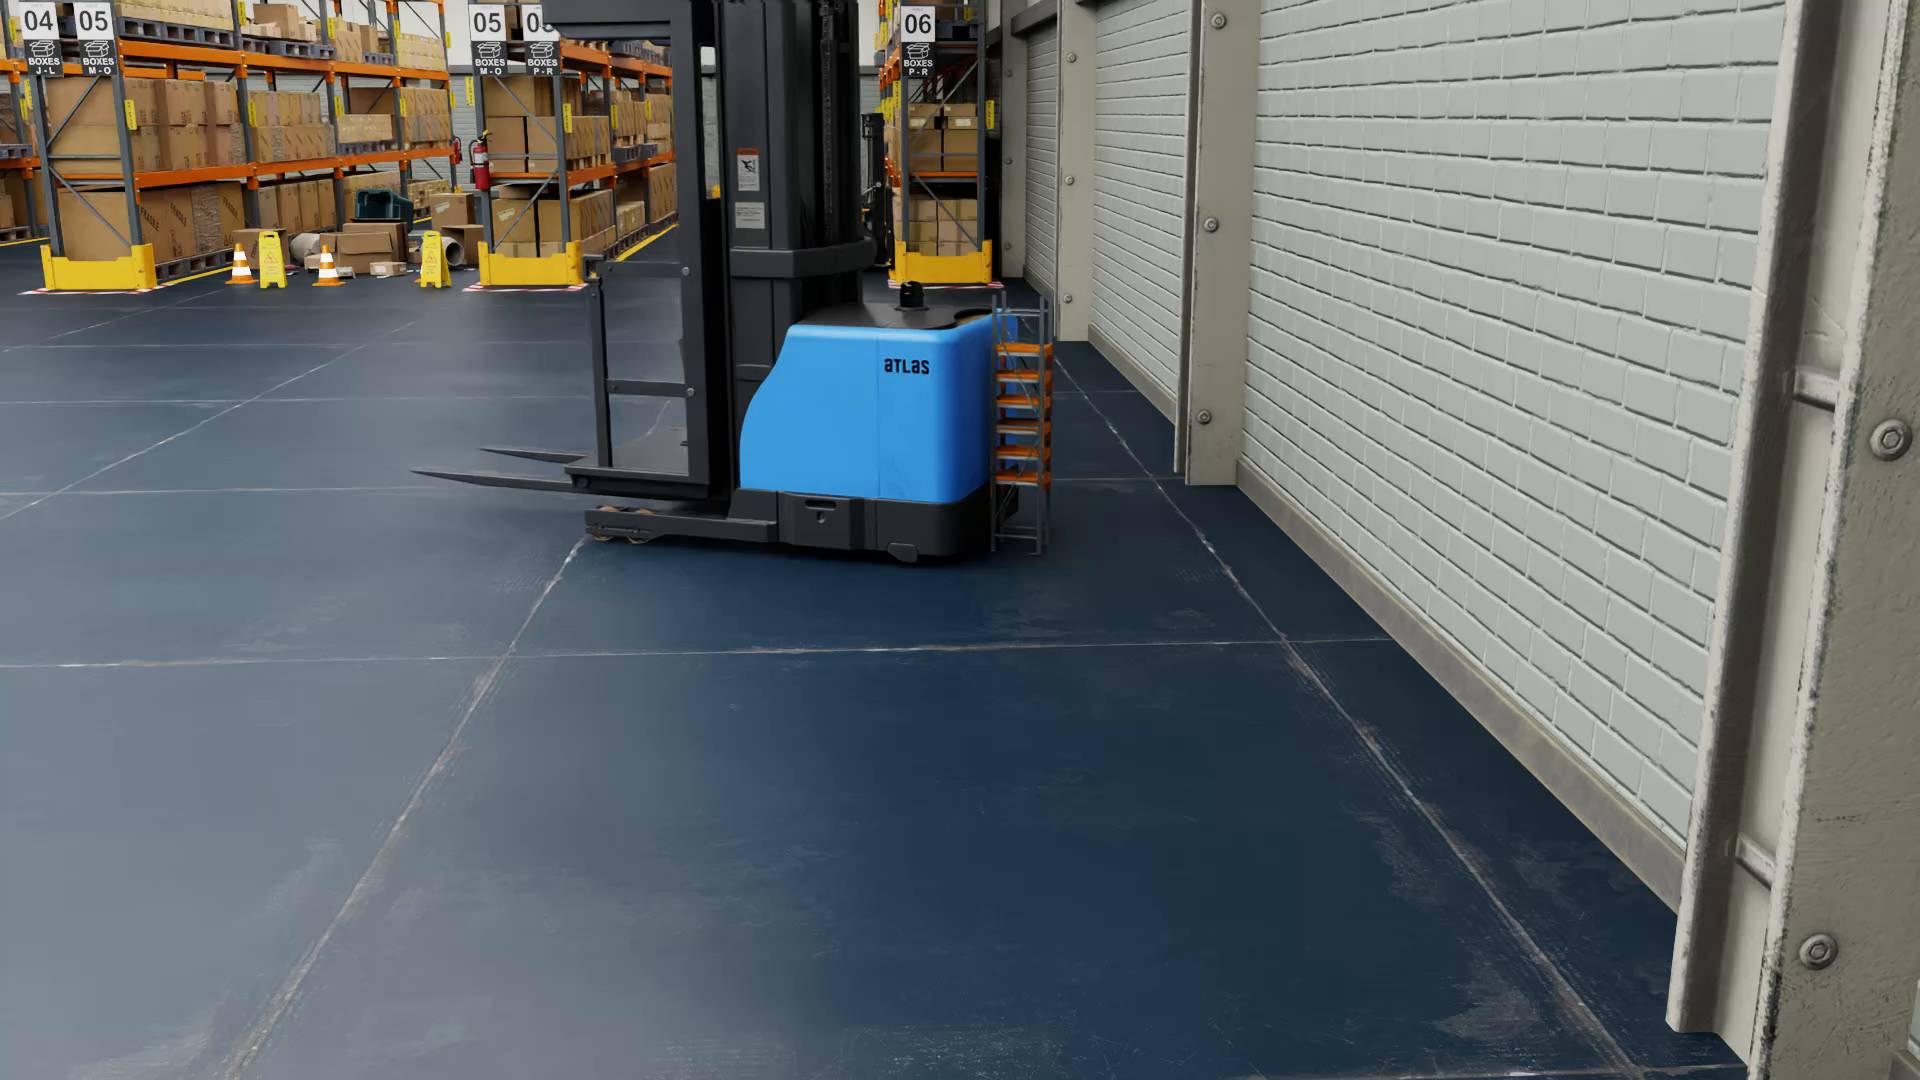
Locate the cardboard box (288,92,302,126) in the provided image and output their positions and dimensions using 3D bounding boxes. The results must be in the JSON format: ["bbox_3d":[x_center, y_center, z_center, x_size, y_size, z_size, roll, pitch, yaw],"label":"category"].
[{"bbox_3d":[-10.501,-6.583,25.383,0.700,0.500,0.500,-1,14,-4],"label":"cardboard box"}]

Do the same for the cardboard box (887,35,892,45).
[{"bbox_3d":[-0.979,-8.094,26.870,0.380,0.166,0.250,-1,14,-4],"label":"cardboard box"}]

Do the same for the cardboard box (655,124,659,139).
[{"bbox_3d":[-5.486,-7.069,28.777,0.500,0.250,0.500,-1,14,-4],"label":"cardboard box"}]

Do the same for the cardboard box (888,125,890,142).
[{"bbox_3d":[-0.870,-6.394,26.157,0.500,0.250,0.500,-1,14,-5],"label":"cardboard box"}]

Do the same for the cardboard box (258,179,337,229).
[{"bbox_3d":[-10.638,-5.376,26.573,1.050,0.750,0.750,-1,14,-4],"label":"cardboard box"}]

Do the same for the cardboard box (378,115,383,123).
[{"bbox_3d":[-10.582,-7.552,29.824,0.380,0.149,0.250,-1,14,-5],"label":"cardboard box"}]

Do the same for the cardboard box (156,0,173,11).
[{"bbox_3d":[-9.928,-6.577,20.210,0.500,0.250,0.500,-1,14,-4],"label":"cardboard box"}]

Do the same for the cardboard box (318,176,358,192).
[{"bbox_3d":[-10.387,-5.946,27.786,0.500,0.250,0.500,-2,15,-6],"label":"cardboard box"}]

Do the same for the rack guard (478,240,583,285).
[{"bbox_3d":[-5.161,-3.335,19.986,1.175,0.500,0.348,-1,14,-3],"label":"rack guard"}]

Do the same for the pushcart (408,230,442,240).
[{"bbox_3d":[-7.676,-4.204,23.609,1.648,0.377,0.936,-6,16,-23],"label":"pushcart"}]

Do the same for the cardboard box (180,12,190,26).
[{"bbox_3d":[-9.901,-6.538,20.857,0.380,0.149,0.250,-1,14,-4],"label":"cardboard box"}]

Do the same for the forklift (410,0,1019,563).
[{"bbox_3d":[-1.282,-1.516,8.038,3.031,2.935,1.130,5,15,18],"label":"forklift"}]

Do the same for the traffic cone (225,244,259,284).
[{"bbox_3d":[-8.706,-3.351,20.121,0.336,0.463,0.334,-1,14,-3],"label":"traffic cone"}]

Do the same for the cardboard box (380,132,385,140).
[{"bbox_3d":[-10.581,-7.269,29.920,0.380,0.149,0.250,-1,14,-4],"label":"cardboard box"}]

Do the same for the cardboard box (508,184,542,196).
[{"bbox_3d":[-5.583,-4.490,21.325,0.380,0.149,0.250,0,14,-1],"label":"cardboard box"}]

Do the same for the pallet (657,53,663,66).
[{"bbox_3d":[-5.793,-8.644,29.967,0.805,0.209,1.217,-1,15,-6],"label":"pallet"}]

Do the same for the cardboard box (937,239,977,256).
[{"bbox_3d":[-0.037,-3.601,20.679,0.500,0.250,0.500,-1,14,-3],"label":"cardboard box"}]

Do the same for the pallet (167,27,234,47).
[{"bbox_3d":[-10.298,-6.626,21.918,1.003,0.211,1.213,-1,14,-3],"label":"pallet"}]

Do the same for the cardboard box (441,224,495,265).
[{"bbox_3d":[-6.695,-4.025,22.661,0.500,0.500,0.500,10,18,35],"label":"cardboard box"}]

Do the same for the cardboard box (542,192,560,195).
[{"bbox_3d":[-5.561,-4.344,22.060,0.500,0.500,0.500,0,14,-1],"label":"cardboard box"}]

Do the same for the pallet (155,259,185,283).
[{"bbox_3d":[-10.218,-3.273,20.322,1.003,0.211,1.213,-1,14,-3],"label":"pallet"}]

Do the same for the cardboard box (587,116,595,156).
[{"bbox_3d":[-5.016,-5.223,21.510,0.500,0.500,0.500,-1,14,-5],"label":"cardboard box"}]

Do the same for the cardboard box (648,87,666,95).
[{"bbox_3d":[-5.660,-8.441,31.303,0.380,0.149,0.250,-1,14,-4],"label":"cardboard box"}]

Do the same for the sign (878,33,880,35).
[{"bbox_3d":[-1.487,-9.282,31.023,0.100,0.325,0.005,-1,14,-3],"label":"sign"}]

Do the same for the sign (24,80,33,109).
[{"bbox_3d":[-10.633,-5.096,19.013,0.100,0.325,0.005,-1,14,-3],"label":"sign"}]

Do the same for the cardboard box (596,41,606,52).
[{"bbox_3d":[-5.079,-6.779,22.838,0.380,0.149,0.250,-1,14,-3],"label":"cardboard box"}]

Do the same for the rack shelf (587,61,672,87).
[{"bbox_3d":[-5.775,-8.118,28.983,1.077,0.370,4.000,-1,14,-3],"label":"rack shelf"}]

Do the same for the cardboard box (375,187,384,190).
[{"bbox_3d":[-10.477,-5.967,29.372,0.500,0.500,0.500,-1,14,-5],"label":"cardboard box"}]

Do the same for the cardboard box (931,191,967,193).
[{"bbox_3d":[-0.162,-4.584,22.492,0.500,0.250,0.500,-1,14,-3],"label":"cardboard box"}]

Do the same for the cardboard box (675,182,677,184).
[{"bbox_3d":[-5.887,-6.854,32.946,0.875,0.438,0.875,-1,14,-5],"label":"cardboard box"}]

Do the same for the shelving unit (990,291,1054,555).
[{"bbox_3d":[0.286,-0.540,7.718,0.258,1.200,0.189,4,15,15],"label":"shelving unit"}]

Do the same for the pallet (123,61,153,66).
[{"bbox_3d":[-15.831,-8.972,31.034,1.003,0.211,1.213,-1,14,-3],"label":"pallet"}]

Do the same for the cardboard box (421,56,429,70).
[{"bbox_3d":[-10.680,-9.293,32.407,0.500,0.250,0.500,0,14,-1],"label":"cardboard box"}]

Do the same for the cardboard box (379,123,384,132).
[{"bbox_3d":[-10.582,-7.412,29.880,0.380,0.149,0.250,0,14,-1],"label":"cardboard box"}]

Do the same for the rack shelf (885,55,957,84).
[{"bbox_3d":[-0.574,-7.201,25.418,1.077,0.370,4.000,-1,14,-3],"label":"rack shelf"}]

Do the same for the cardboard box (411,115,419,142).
[{"bbox_3d":[-10.651,-7.852,31.728,0.500,0.500,0.500,-1,14,-3],"label":"cardboard box"}]

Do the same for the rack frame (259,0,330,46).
[{"bbox_3d":[-10.586,-9.320,26.191,1.000,3.000,0.127,-1,14,-3],"label":"rack frame"}]

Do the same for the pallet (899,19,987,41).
[{"bbox_3d":[-0.220,-6.191,20.225,1.003,0.211,1.213,-1,14,-3],"label":"pallet"}]

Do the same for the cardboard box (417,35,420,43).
[{"bbox_3d":[-10.673,-9.694,32.160,0.380,0.149,0.250,-1,14,-5],"label":"cardboard box"}]

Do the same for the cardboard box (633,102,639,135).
[{"bbox_3d":[-5.270,-6.550,25.822,0.500,0.500,0.500,-2,15,-7],"label":"cardboard box"}]

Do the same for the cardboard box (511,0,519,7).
[{"bbox_3d":[-5.449,-6.388,19.720,0.380,0.149,0.250,-1,14,-2],"label":"cardboard box"}]

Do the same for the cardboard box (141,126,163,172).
[{"bbox_3d":[-10.214,-4.726,20.074,0.875,0.550,0.550,-1,14,-3],"label":"cardboard box"}]

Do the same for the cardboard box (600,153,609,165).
[{"bbox_3d":[-5.057,-5.263,22.966,0.380,0.149,0.250,-1,14,-2],"label":"cardboard box"}]

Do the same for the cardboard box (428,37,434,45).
[{"bbox_3d":[-10.709,-9.951,33.160,0.380,0.149,0.250,-1,14,-3],"label":"cardboard box"}]

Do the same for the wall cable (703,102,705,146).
[{"bbox_3d":[-6.520,-10.415,40.385,0.585,1.953,0.123,-1,14,-3],"label":"wall cable"}]

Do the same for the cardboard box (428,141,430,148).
[{"bbox_3d":[-10.787,-7.884,33.155,0.380,0.149,0.250,-1,15,-6],"label":"cardboard box"}]

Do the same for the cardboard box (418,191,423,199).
[{"bbox_3d":[-10.700,-6.729,32.442,0.380,0.149,0.250,0,14,-1],"label":"cardboard box"}]

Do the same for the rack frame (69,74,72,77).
[{"bbox_3d":[-15.790,-7.358,30.606,1.000,3.000,0.127,-1,14,-3],"label":"rack frame"}]

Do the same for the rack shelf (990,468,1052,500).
[{"bbox_3d":[0.286,-0.265,7.788,0.258,0.103,0.180,4,15,15],"label":"rack shelf"}]

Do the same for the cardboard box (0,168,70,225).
[{"bbox_3d":[-15.564,-5.710,27.620,1.225,0.875,0.875,-2,15,-6],"label":"cardboard box"}]

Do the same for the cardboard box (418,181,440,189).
[{"bbox_3d":[-10.670,-7.131,33.405,0.380,0.149,0.250,0,14,-1],"label":"cardboard box"}]
